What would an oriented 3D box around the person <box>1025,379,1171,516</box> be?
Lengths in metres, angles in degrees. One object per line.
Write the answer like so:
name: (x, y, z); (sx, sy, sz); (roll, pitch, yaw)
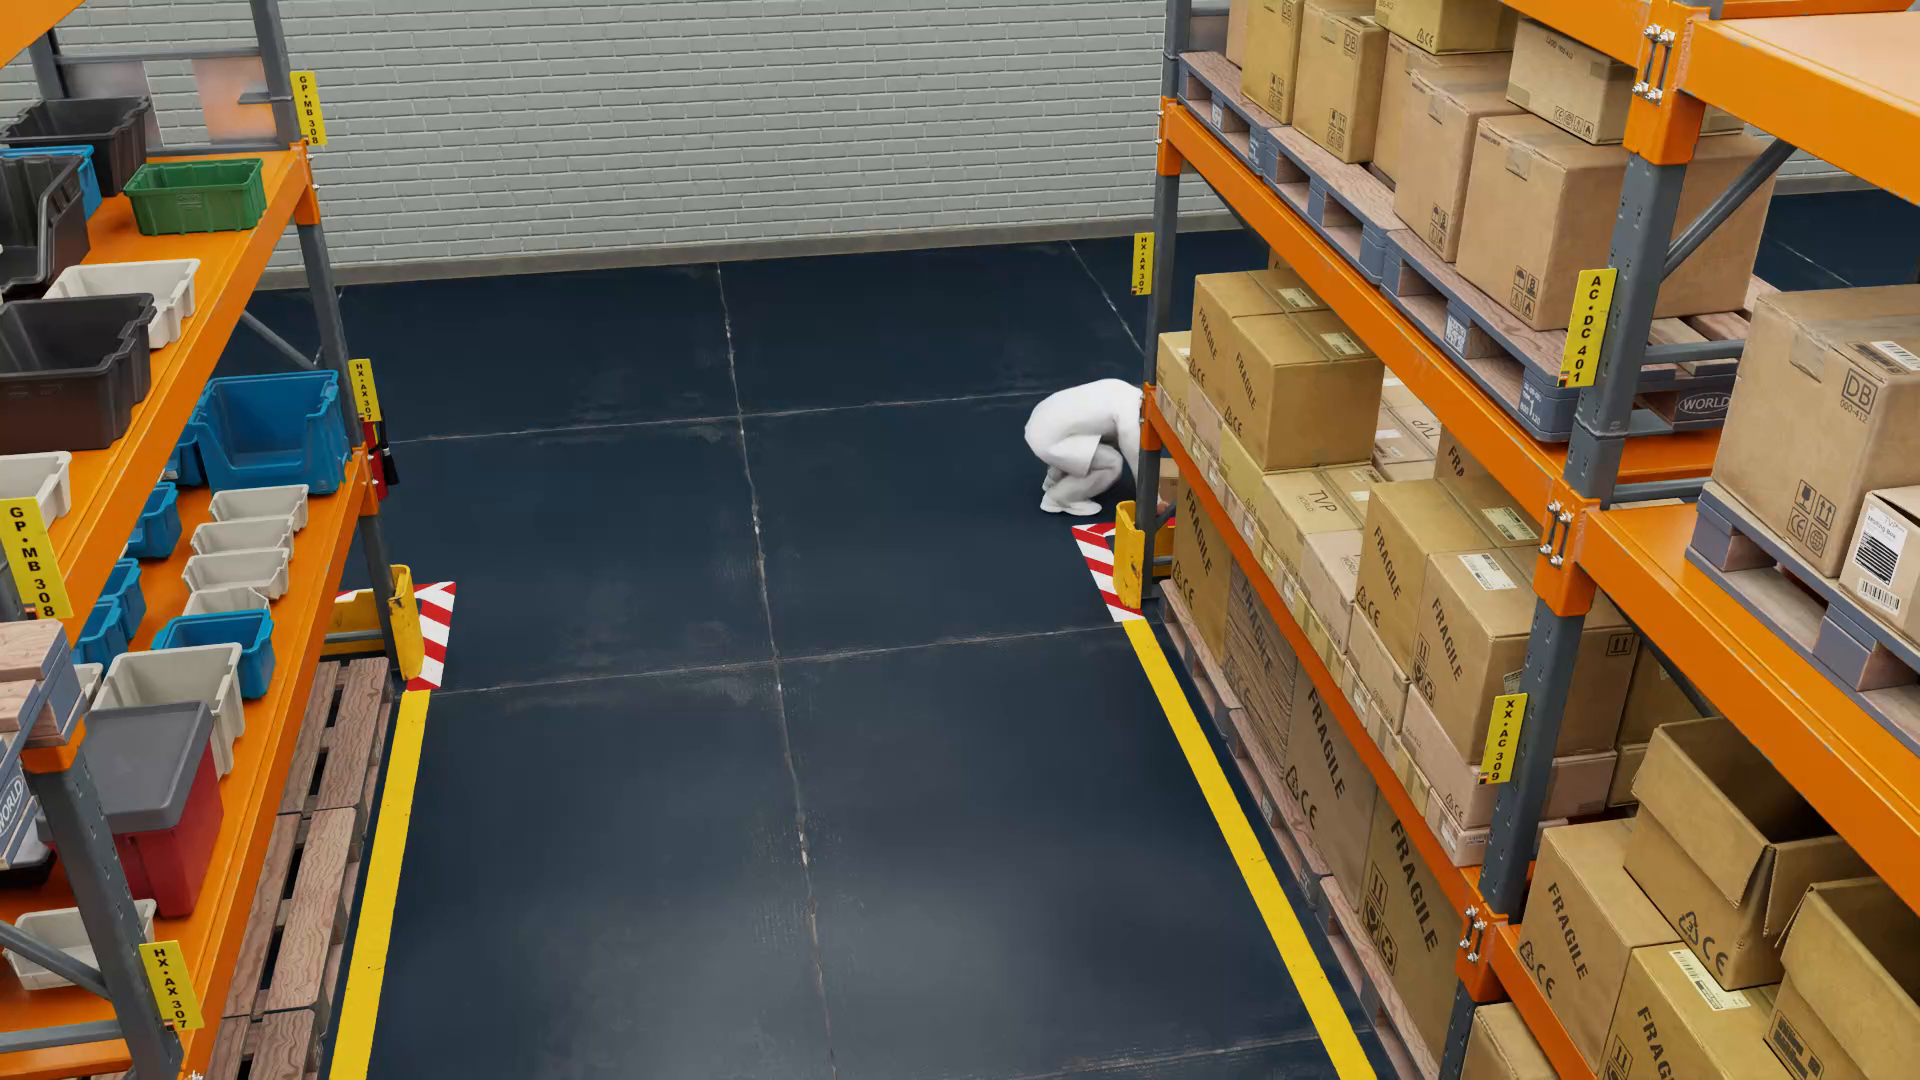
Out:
person: (0.864, -0.564, 10.141); (0.945, 0.825, 0.578); (1, 30, 2)
